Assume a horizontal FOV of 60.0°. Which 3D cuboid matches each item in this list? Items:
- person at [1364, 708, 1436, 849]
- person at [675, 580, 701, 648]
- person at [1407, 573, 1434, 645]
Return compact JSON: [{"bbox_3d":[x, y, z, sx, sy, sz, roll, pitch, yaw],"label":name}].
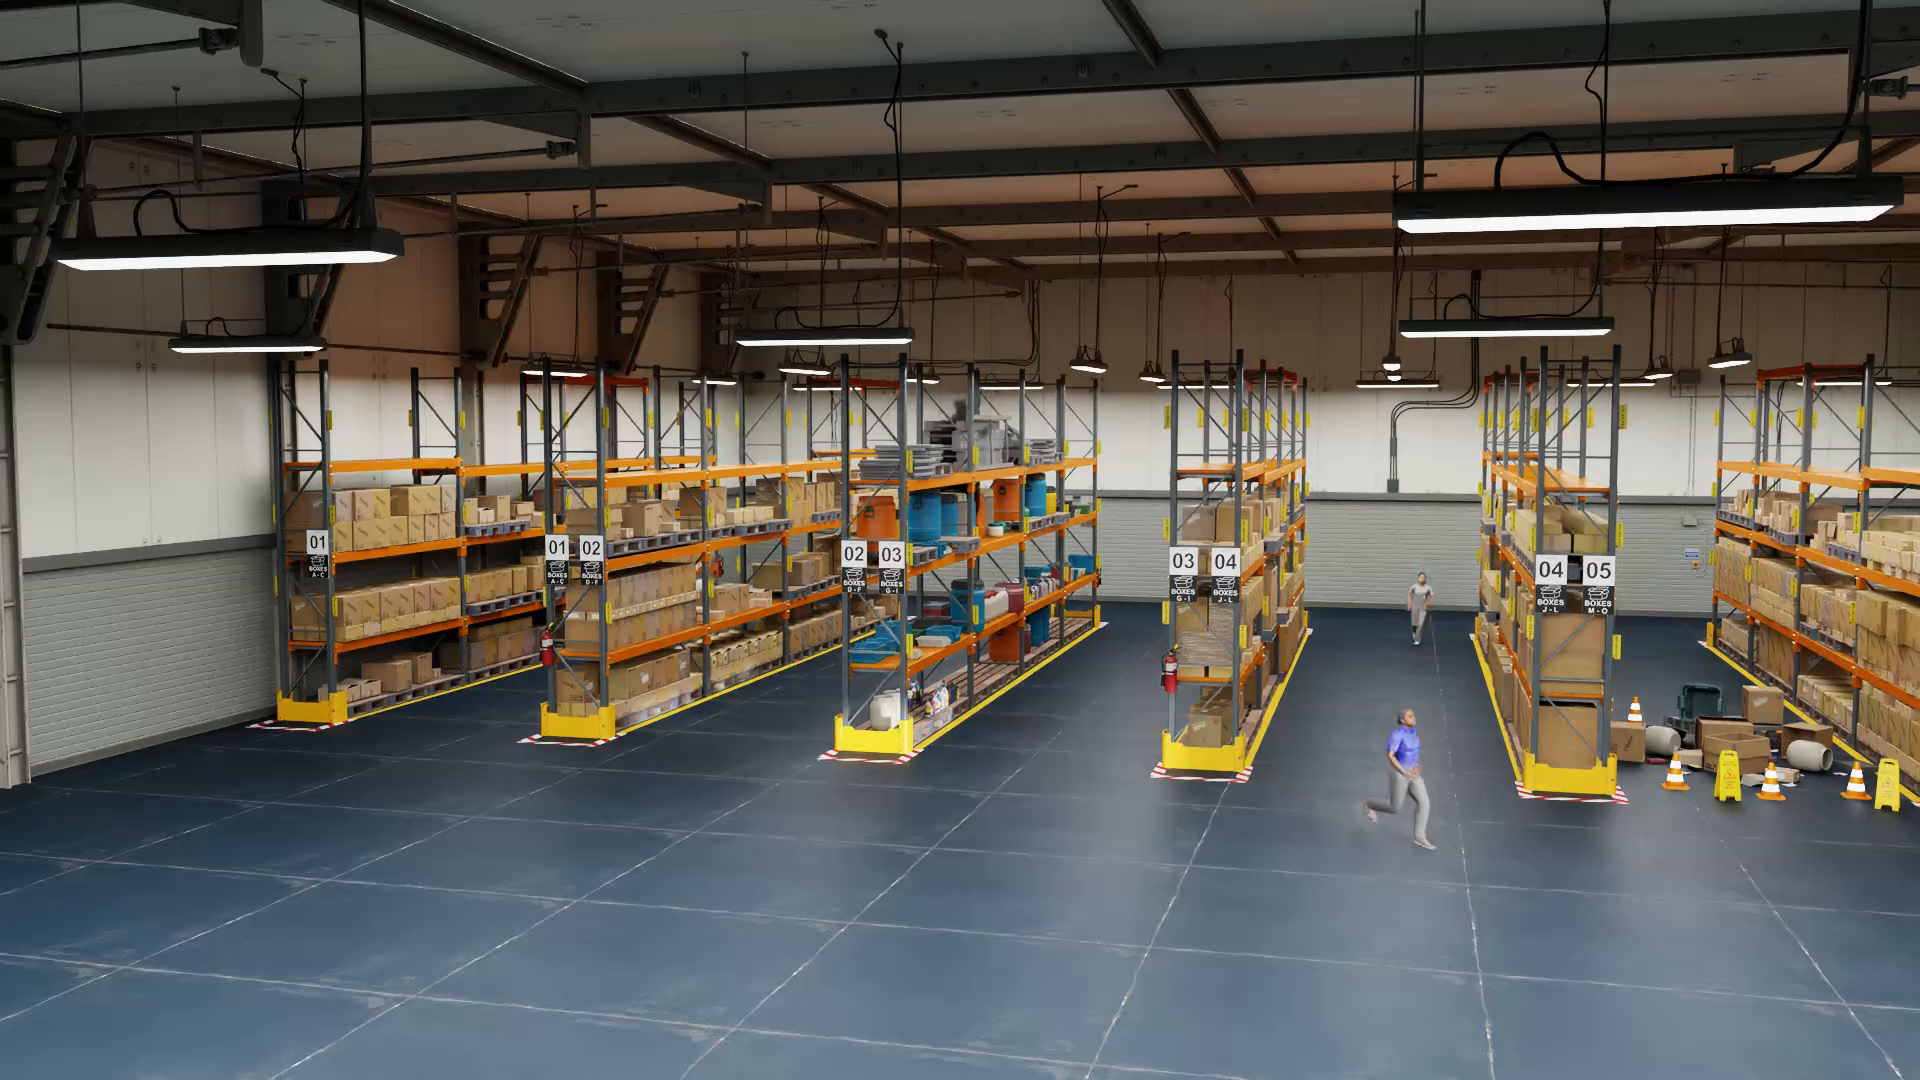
[{"bbox_3d":[5.245,2.801,19.732,0.559,1.640,0.940,-3,5,-37],"label":"person"},{"bbox_3d":[-6.043,1.463,36.584,0.700,1.762,1.017,0,4,6],"label":"person"},{"bbox_3d":[10.271,1.530,37.093,0.590,1.612,0.592,1,4,16],"label":"person"}]
